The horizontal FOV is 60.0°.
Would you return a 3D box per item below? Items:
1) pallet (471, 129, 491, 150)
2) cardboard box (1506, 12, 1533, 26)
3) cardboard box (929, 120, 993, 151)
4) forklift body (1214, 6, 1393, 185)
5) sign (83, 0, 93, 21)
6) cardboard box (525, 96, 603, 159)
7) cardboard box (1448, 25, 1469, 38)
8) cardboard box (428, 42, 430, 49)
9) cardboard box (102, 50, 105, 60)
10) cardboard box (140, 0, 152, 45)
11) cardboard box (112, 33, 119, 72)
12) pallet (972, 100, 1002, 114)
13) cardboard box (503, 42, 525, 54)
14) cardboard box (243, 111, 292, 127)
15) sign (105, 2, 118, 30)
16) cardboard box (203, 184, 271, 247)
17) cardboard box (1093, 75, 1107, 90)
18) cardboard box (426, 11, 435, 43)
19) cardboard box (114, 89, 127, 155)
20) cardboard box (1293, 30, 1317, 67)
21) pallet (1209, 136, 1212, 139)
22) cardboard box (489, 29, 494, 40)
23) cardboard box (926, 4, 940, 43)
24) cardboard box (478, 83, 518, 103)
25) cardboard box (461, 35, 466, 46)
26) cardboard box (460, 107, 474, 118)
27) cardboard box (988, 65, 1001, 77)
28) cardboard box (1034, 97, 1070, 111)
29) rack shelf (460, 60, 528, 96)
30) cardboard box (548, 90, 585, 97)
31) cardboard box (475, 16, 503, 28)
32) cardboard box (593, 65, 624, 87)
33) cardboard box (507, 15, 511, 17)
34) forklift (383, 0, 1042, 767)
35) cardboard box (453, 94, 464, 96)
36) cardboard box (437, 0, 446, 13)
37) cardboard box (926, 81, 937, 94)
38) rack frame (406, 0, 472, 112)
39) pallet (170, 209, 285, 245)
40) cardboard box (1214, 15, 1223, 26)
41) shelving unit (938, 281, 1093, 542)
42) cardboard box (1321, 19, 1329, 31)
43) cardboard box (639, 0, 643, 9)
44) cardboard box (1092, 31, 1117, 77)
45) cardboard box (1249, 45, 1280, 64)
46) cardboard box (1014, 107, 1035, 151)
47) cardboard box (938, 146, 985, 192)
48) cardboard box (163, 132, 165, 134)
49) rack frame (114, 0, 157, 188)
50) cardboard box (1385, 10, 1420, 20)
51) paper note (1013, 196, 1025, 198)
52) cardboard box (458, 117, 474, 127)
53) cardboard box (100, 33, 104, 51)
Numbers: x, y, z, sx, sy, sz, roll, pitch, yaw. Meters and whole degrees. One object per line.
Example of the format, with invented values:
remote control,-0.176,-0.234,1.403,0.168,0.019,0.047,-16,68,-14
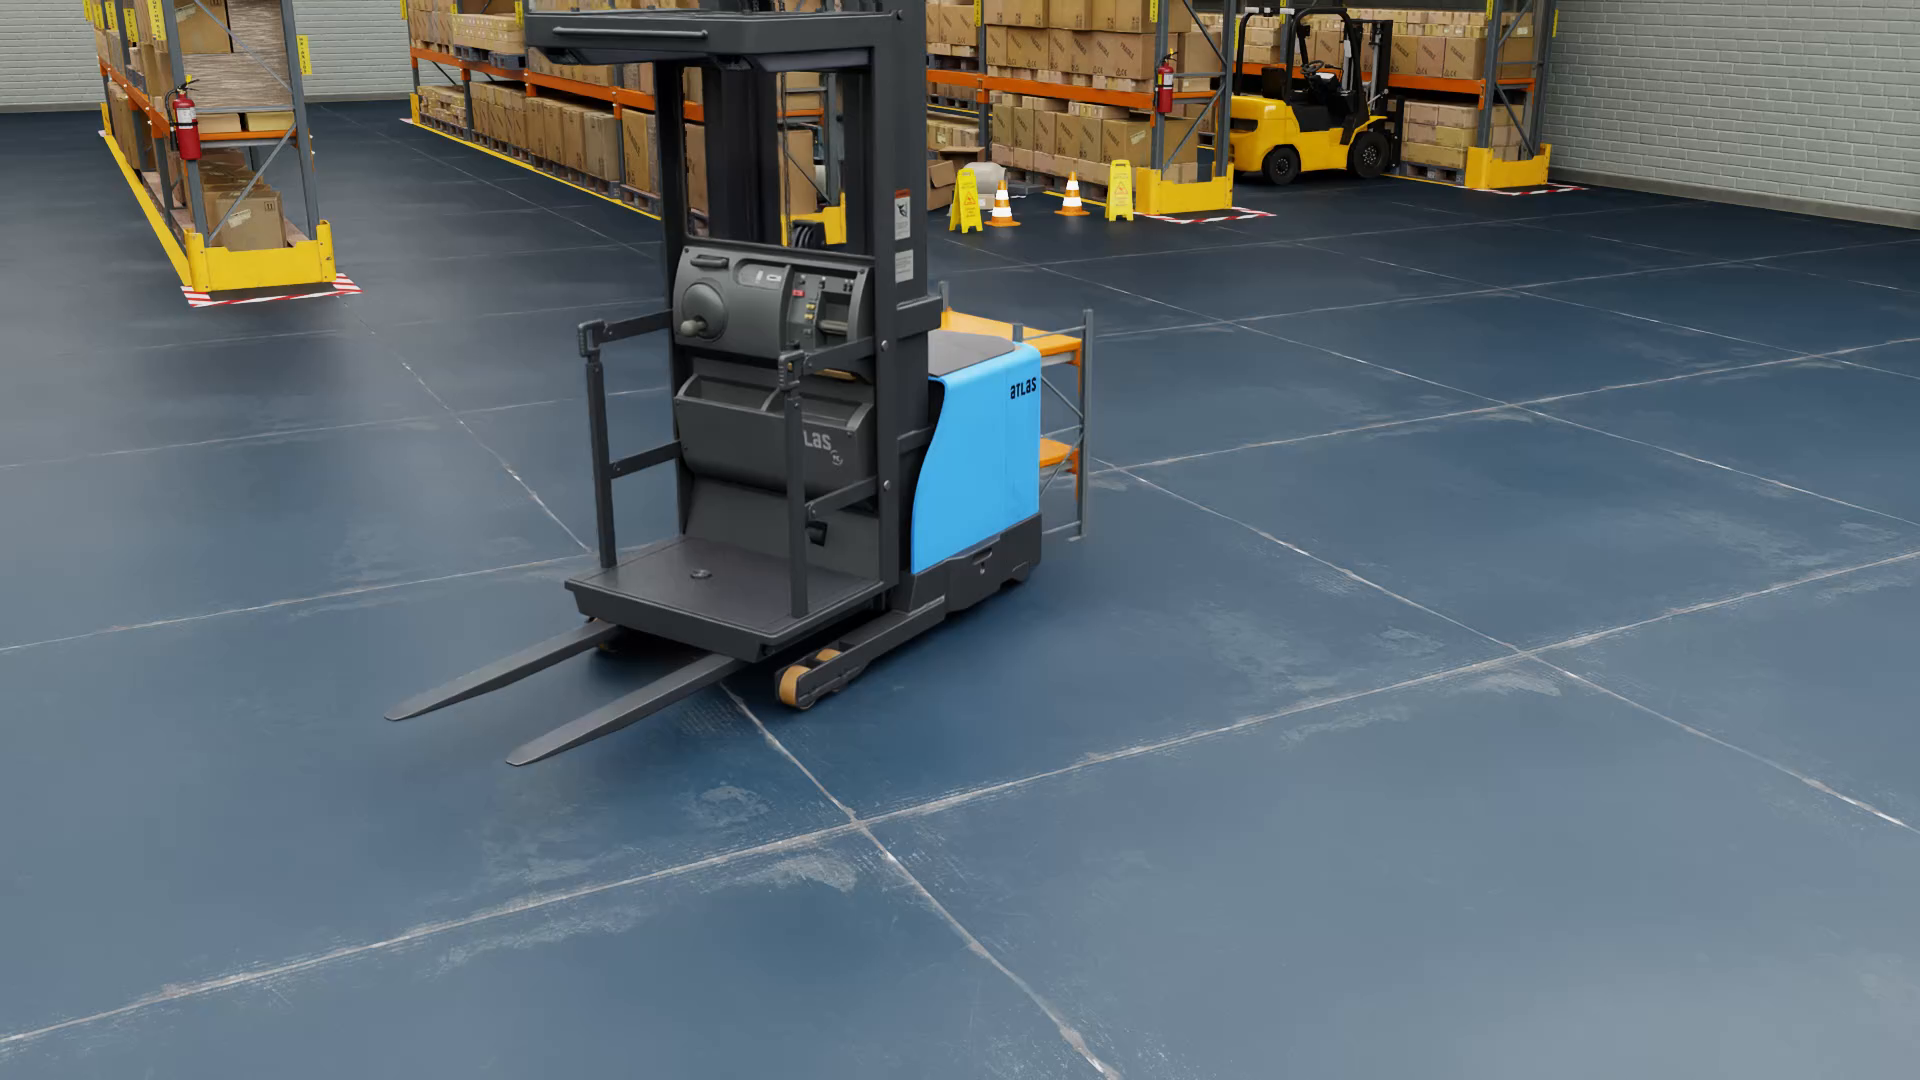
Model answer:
pallet,-7.022,-6.307,26.085,1.003,0.211,1.213,-10,21,-27
cardboard box,7.009,-6.593,21.036,0.380,0.149,0.250,-10,22,-28
cardboard box,0.119,-5.660,23.320,0.950,0.372,0.625,-9,21,-23
forklift body,4.474,-5.830,21.729,2.313,2.155,1.214,-10,21,-27
sign,-14.197,-8.620,27.065,0.100,0.325,0.005,-10,21,-27
cardboard box,-5.283,-5.646,22.701,1.050,0.750,0.750,-10,22,-27
cardboard box,6.422,-6.448,21.072,0.380,0.149,0.250,-10,21,-26
cardboard box,-8.945,-8.529,28.634,0.380,0.149,0.250,-9,21,-24
cardboard box,-12.850,-7.396,25.352,0.380,0.149,0.250,-10,22,-28
cardboard box,-7.541,-5.018,15.932,0.500,0.500,0.500,-10,21,-27
cardboard box,-11.081,-6.550,22.362,0.500,0.500,0.500,-10,21,-26
pallet,0.957,-8.293,31.842,1.003,0.211,1.213,-10,21,-27
cardboard box,-6.132,-6.850,23.126,0.380,0.149,0.250,-10,21,-26
cardboard box,-6.135,-3.739,14.754,0.380,0.149,0.250,-10,21,-27
sign,-10.393,-6.421,20.367,0.100,0.325,0.005,-10,21,-27
cardboard box,-6.703,-3.029,15.500,0.500,0.500,0.500,-4,20,-12
cardboard box,1.778,-5.356,19.441,0.380,0.149,0.250,-10,21,-26
cardboard box,-8.577,-8.575,27.775,0.500,0.500,0.500,-11,22,-28
cardboard box,-10.632,-5.613,22.414,1.225,0.875,0.875,-10,21,-26
cardboard box,5.062,-6.997,23.657,0.500,0.500,0.500,-11,22,-28
pallet,3.538,-6.705,27.240,1.003,0.211,1.213,-10,21,-27
cardboard box,-6.503,-7.215,23.728,0.380,0.149,0.250,-10,21,-27
cardboard box,-0.183,-7.122,22.920,0.500,0.500,0.500,-9,21,-25
cardboard box,-7.019,-6.814,25.319,0.500,0.250,0.500,-9,21,-25
cardboard box,-7.359,-7.593,25.278,0.380,0.149,0.250,-10,21,-26
cardboard box,-7.822,-6.881,26.745,0.380,0.149,0.250,-10,21,-26
cardboard box,0.582,-6.089,21.563,0.380,0.149,0.250,-10,21,-27
cardboard box,1.140,-5.427,20.688,0.380,0.149,0.250,-9,21,-24
rack shelf,-6.443,-6.934,24.731,1.077,0.370,4.000,-10,21,-27
cardboard box,-5.608,-6.307,23.849,0.500,0.250,0.500,-11,22,-29
cardboard box,-6.865,-7.577,24.321,0.380,0.149,0.250,-9,21,-25
cardboard box,-4.077,-5.707,19.920,0.500,0.500,0.500,-10,21,-27
cardboard box,-6.656,-7.898,25.249,0.380,0.149,0.250,-10,21,-27
forklift,-0.862,-0.921,6.307,1.130,2.935,3.031,12,23,32
cardboard box,-8.126,-7.266,27.406,0.380,0.149,0.250,-9,21,-25
cardboard box,-8.104,-8.750,26.747,0.500,0.500,0.500,-11,22,-28
cardboard box,-0.410,-9.390,33.930,0.797,0.503,0.637,-11,22,-29
rack frame,-9.292,-8.997,29.605,1.000,3.000,0.127,-10,21,-27
pallet,-7.657,-3.307,17.392,1.003,0.211,1.213,-10,21,-27
cardboard box,4.091,-7.897,25.272,0.380,0.149,0.250,-10,21,-26
shelving unit,0.088,-0.619,8.202,0.538,1.125,1.048,-17,25,-40
cardboard box,5.273,-7.195,23.235,0.380,0.149,0.250,-10,21,-27
cardboard box,-3.086,-5.882,18.694,0.875,0.550,0.550,-10,21,-27
cardboard box,1.880,-5.645,19.282,0.500,0.500,0.500,-10,21,-27
cardboard box,4.611,-7.151,24.486,0.500,0.250,0.500,-9,21,-25
cardboard box,1.021,-5.238,21.134,0.500,0.500,0.500,-9,21,-24
cardboard box,0.026,-4.649,20.833,0.500,0.500,0.500,4,19,11
cardboard box,-9.562,-5.154,20.477,0.500,0.250,0.500,-9,21,-24
rack frame,-9.907,-5.961,20.807,1.000,3.000,0.127,-10,21,-27
cardboard box,5.891,-6.973,22.138,0.380,0.149,0.250,-10,21,-26
paper note,0.708,-4.168,20.165,0.148,0.019,0.142,16,25,39
cardboard box,-7.879,-6.759,26.847,0.380,0.149,0.250,-10,21,-26
cardboard box,-12.737,-7.560,25.215,0.500,0.250,0.500,-10,21,-26
